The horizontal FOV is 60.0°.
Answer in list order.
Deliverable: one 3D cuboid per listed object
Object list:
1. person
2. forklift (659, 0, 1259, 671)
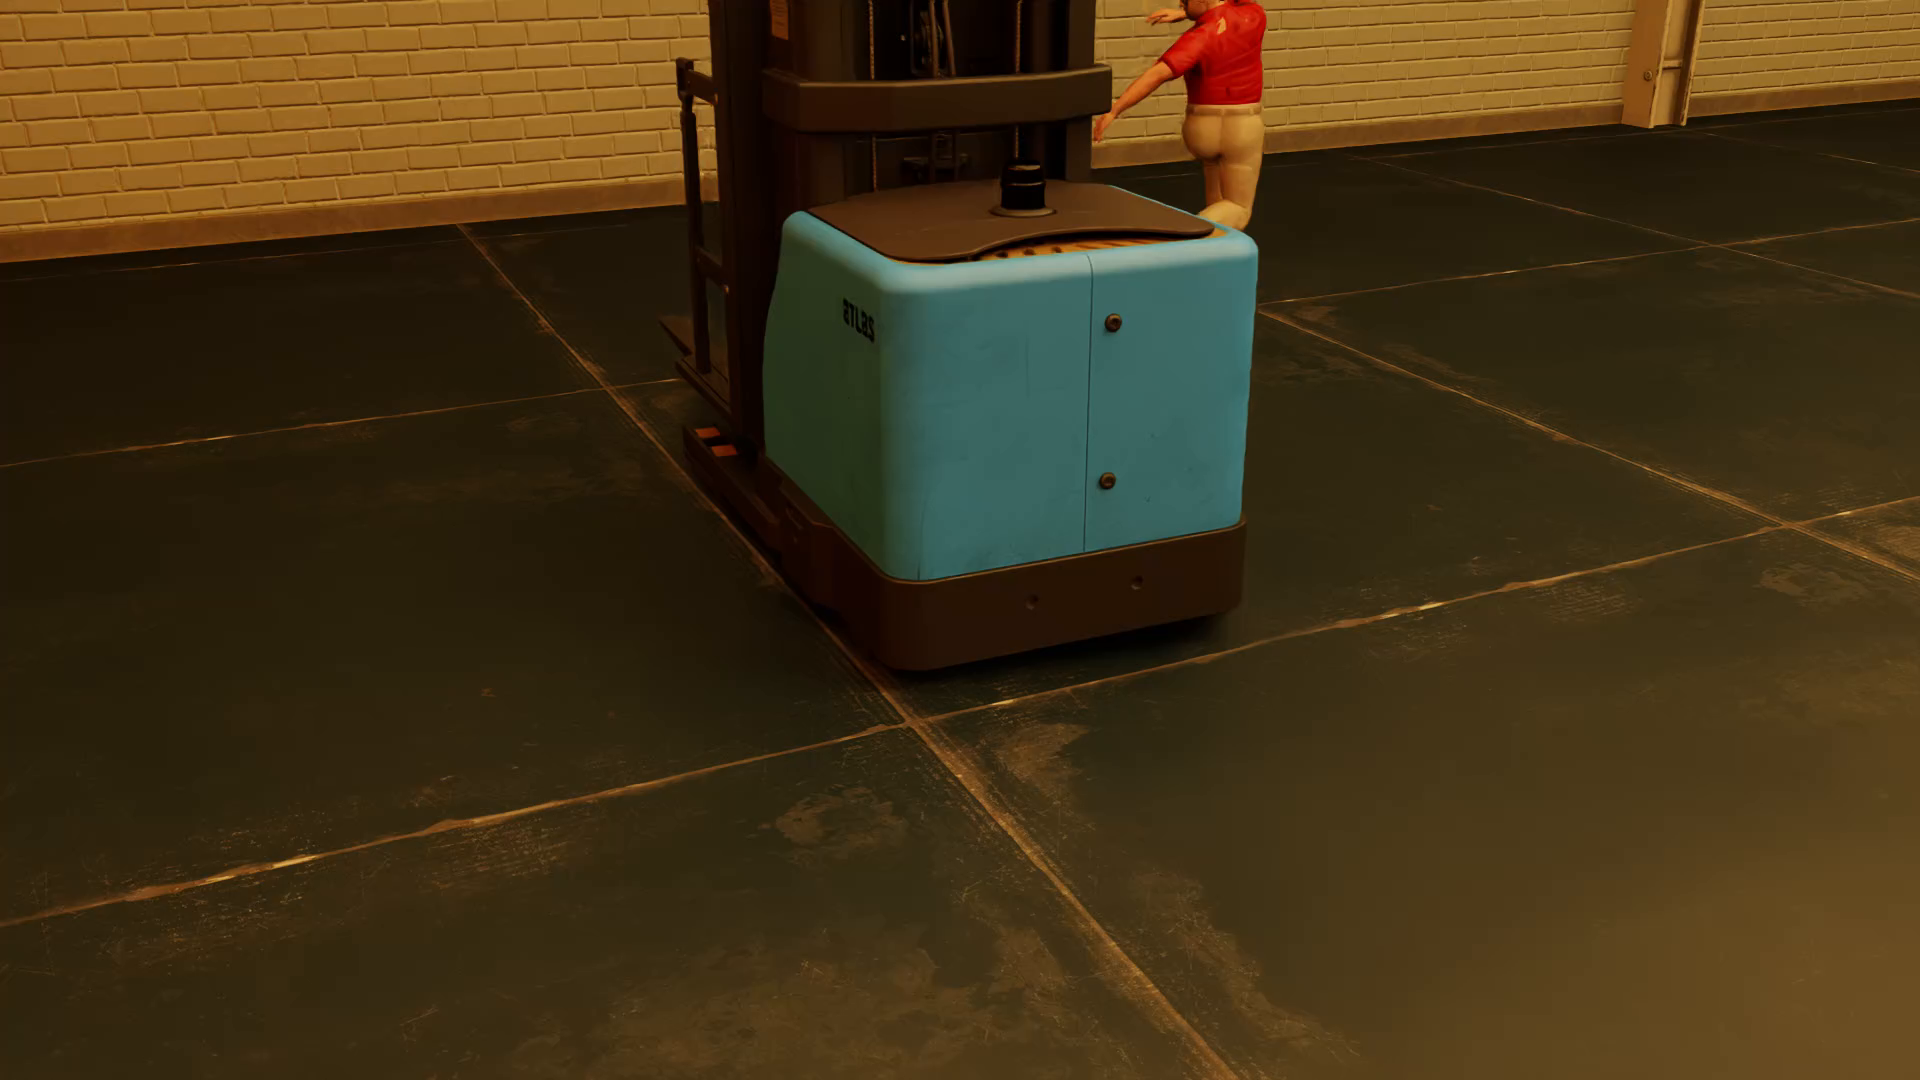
[{"bbox_3d":[1.122,-2.128,8.397,0.825,1.477,0.984,4,23,9],"label":"person"},{"bbox_3d":[-0.289,-1.560,5.042,1.130,2.935,3.031,-10,24,-22],"label":"forklift"}]
